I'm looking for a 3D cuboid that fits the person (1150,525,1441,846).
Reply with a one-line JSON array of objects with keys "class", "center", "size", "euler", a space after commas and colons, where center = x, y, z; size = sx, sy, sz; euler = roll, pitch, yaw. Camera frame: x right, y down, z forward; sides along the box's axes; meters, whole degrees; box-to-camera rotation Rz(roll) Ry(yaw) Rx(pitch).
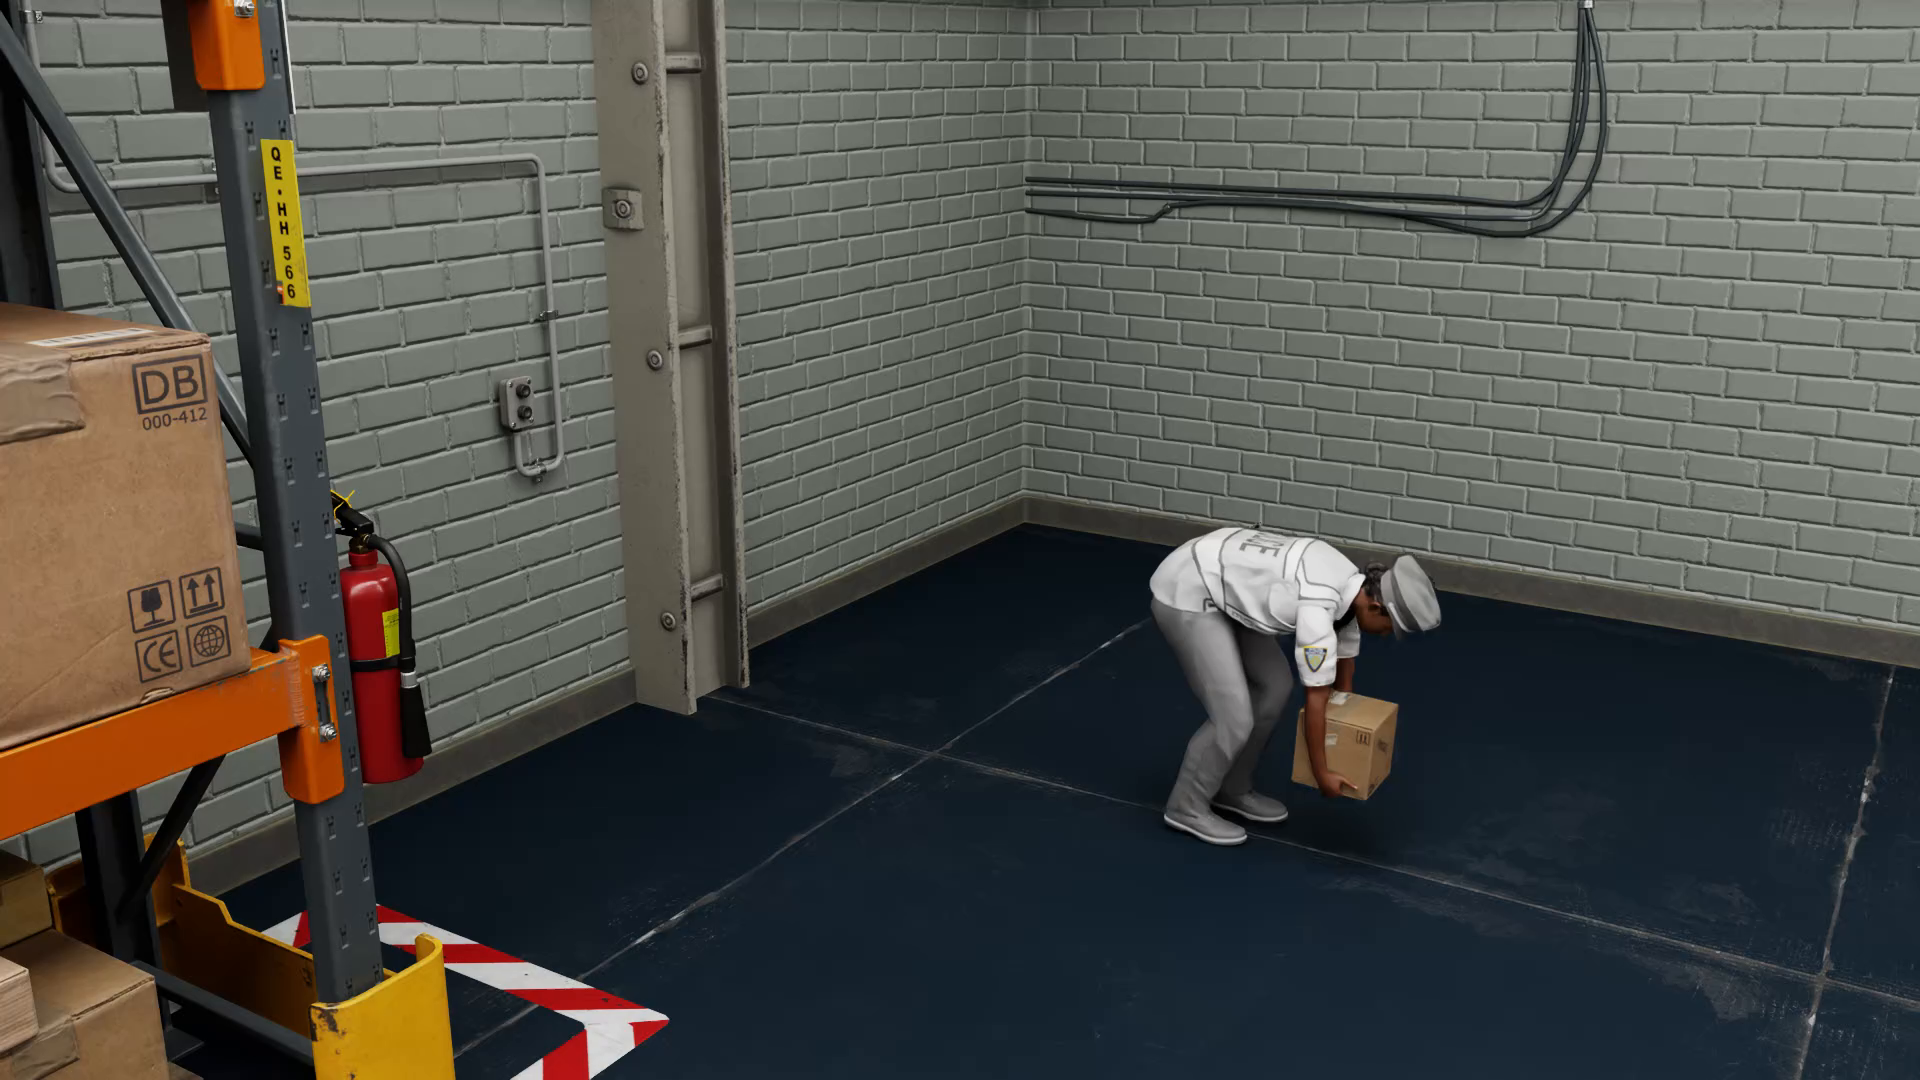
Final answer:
[{"class": "person", "center": [1.074, 0.496, 5.454], "size": [0.940, 1.041, 0.426], "euler": [9, 19, 28]}]
